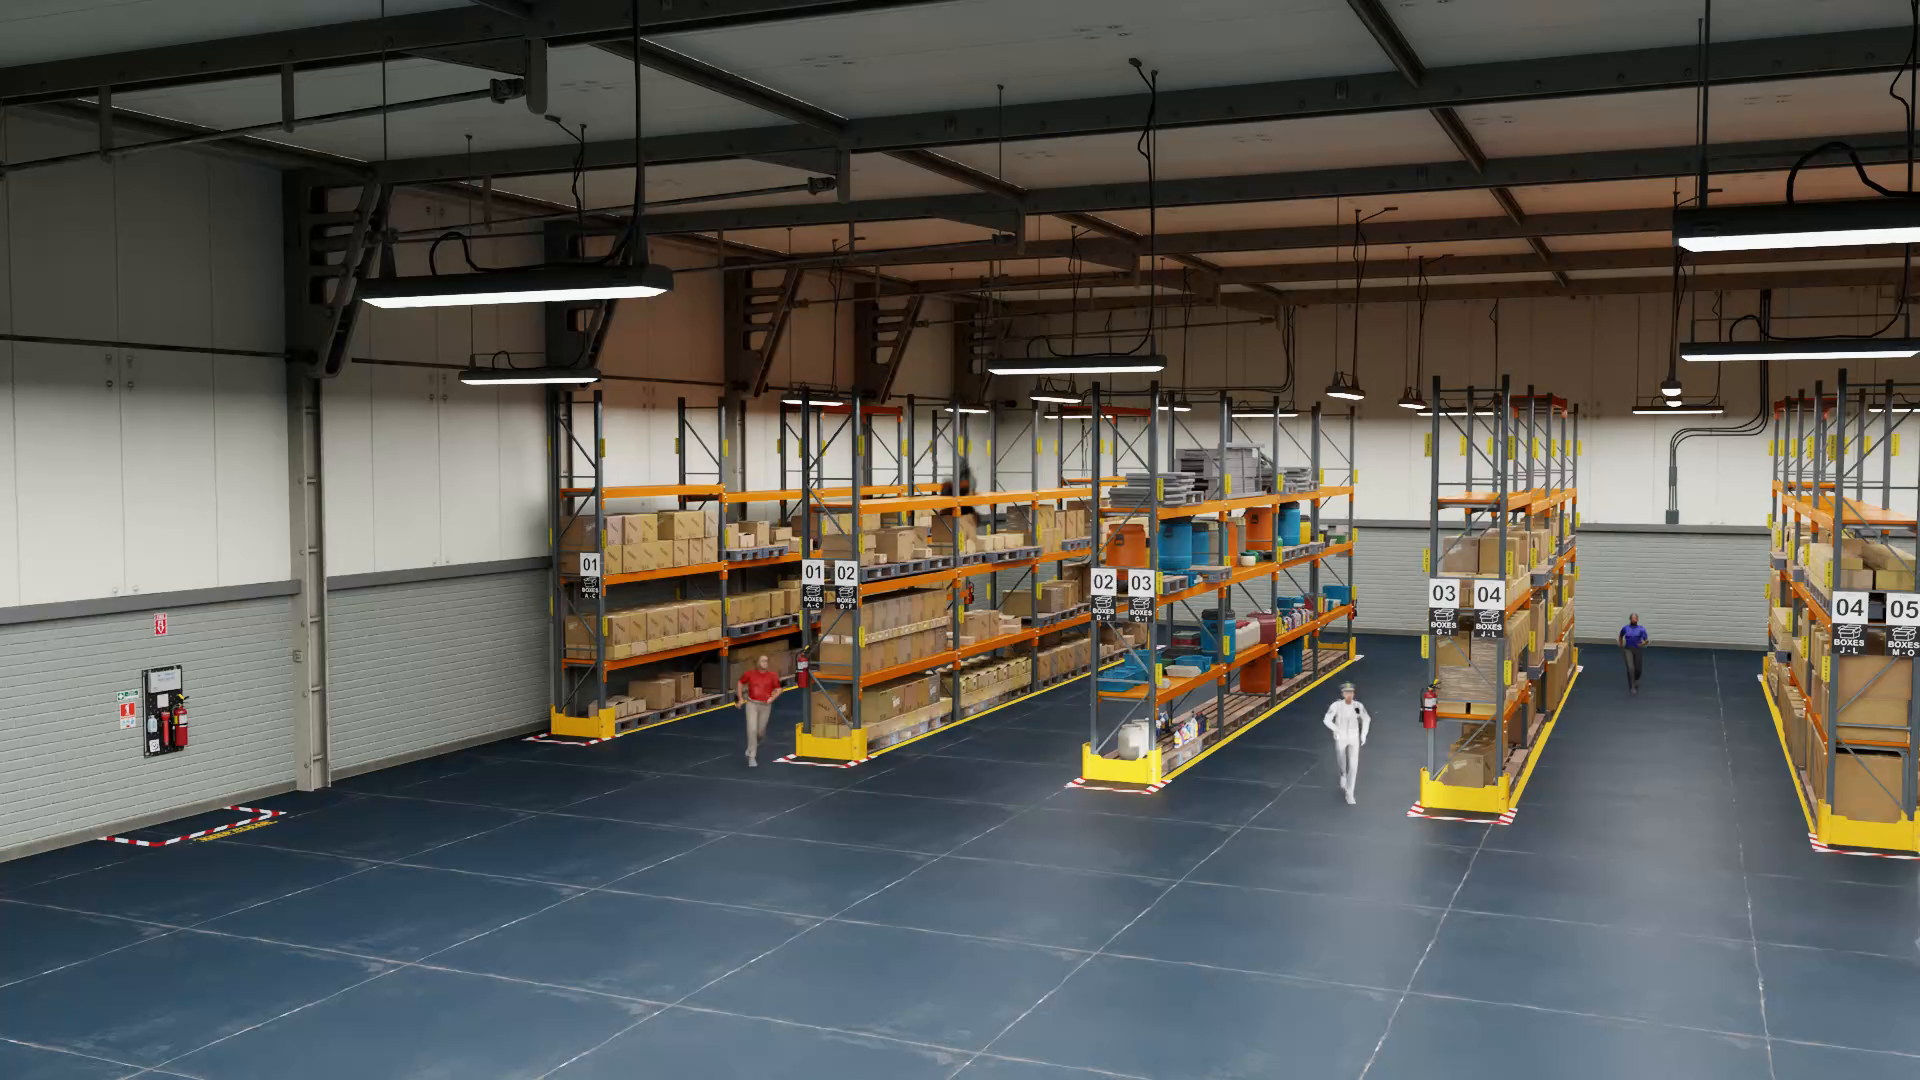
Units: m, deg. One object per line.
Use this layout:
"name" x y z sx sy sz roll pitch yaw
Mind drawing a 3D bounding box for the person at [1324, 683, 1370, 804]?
"person" 5.528 2.868 23.744 0.657 1.696 0.797 1 3 9

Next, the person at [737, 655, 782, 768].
"person" -3.178 2.697 26.459 0.700 1.717 0.817 -1 3 -13

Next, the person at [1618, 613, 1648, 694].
"person" 13.785 2.307 34.058 0.576 1.620 0.734 1 3 22
